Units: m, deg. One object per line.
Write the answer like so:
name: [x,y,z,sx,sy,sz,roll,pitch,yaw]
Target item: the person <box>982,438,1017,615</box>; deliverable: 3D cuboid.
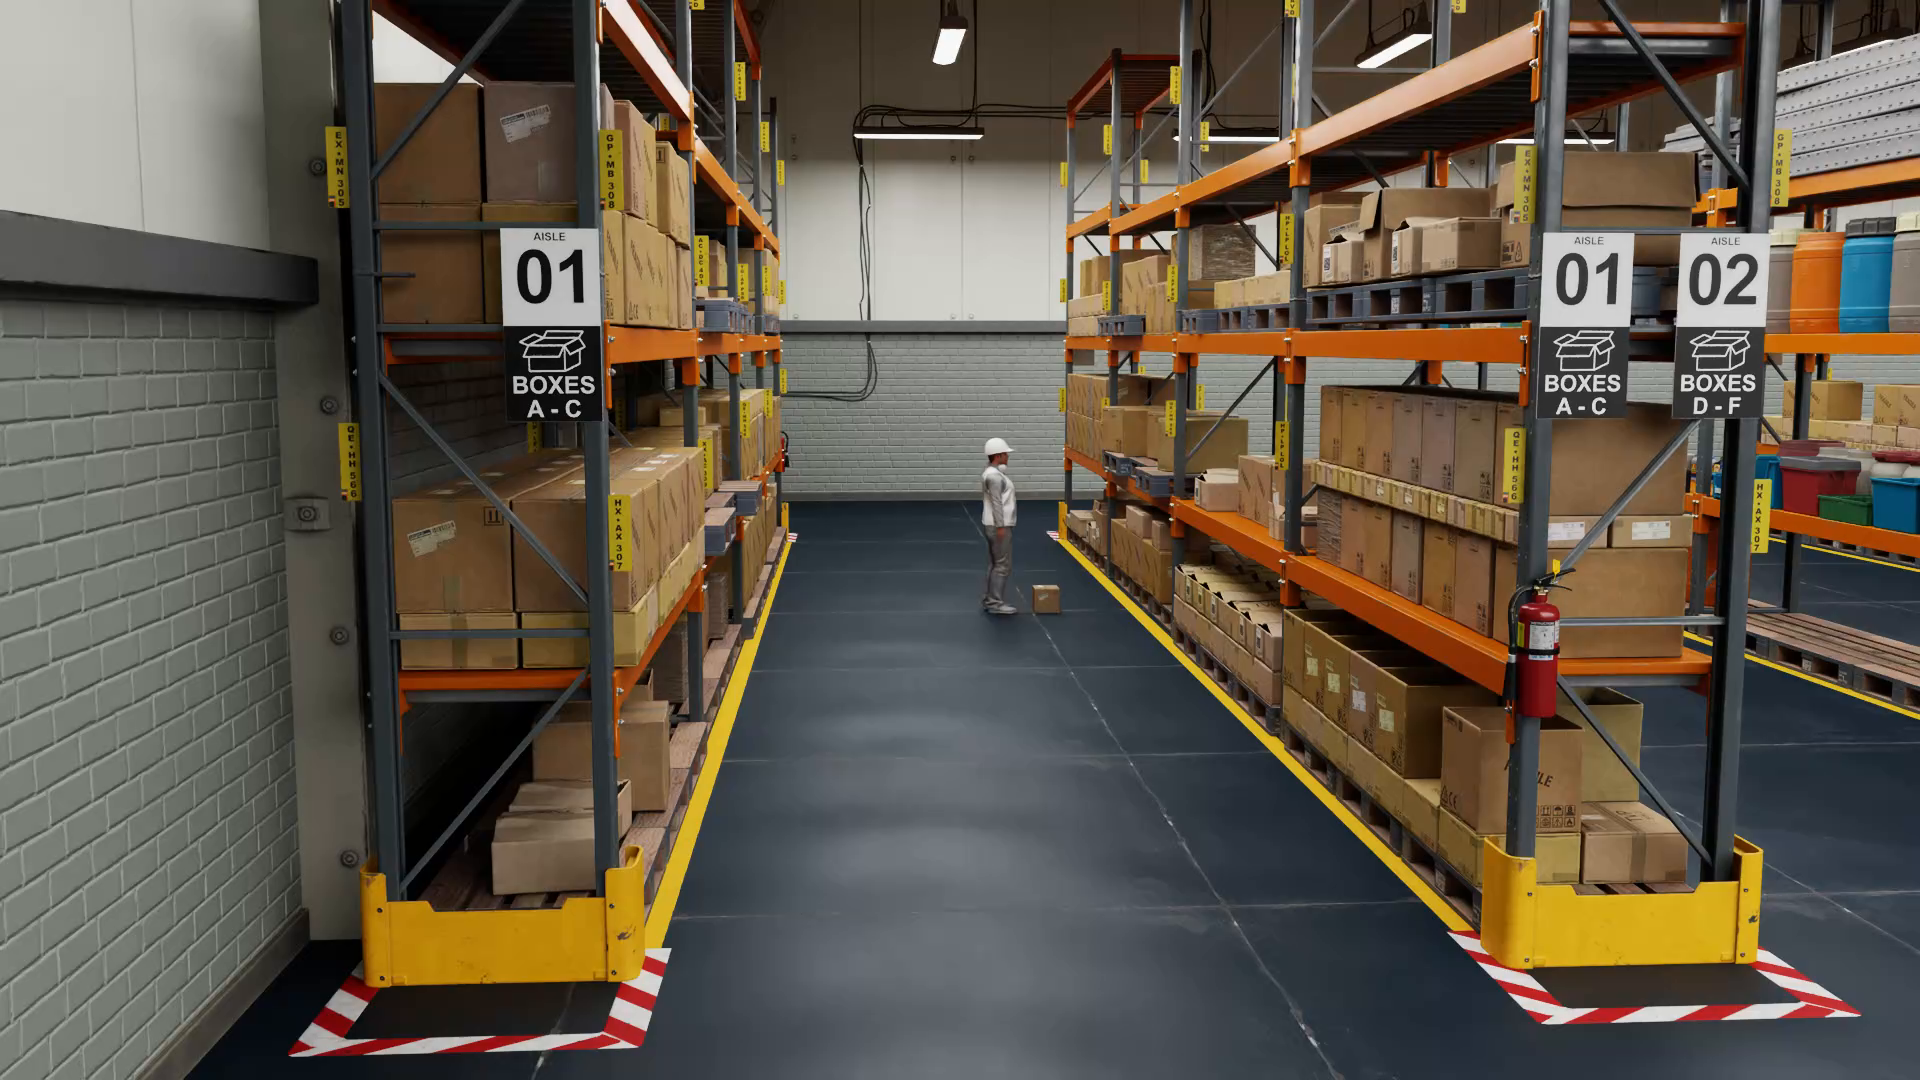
person: [0.398,-0.146,16.882,0.357,1.771,0.531,0,7,-2]
